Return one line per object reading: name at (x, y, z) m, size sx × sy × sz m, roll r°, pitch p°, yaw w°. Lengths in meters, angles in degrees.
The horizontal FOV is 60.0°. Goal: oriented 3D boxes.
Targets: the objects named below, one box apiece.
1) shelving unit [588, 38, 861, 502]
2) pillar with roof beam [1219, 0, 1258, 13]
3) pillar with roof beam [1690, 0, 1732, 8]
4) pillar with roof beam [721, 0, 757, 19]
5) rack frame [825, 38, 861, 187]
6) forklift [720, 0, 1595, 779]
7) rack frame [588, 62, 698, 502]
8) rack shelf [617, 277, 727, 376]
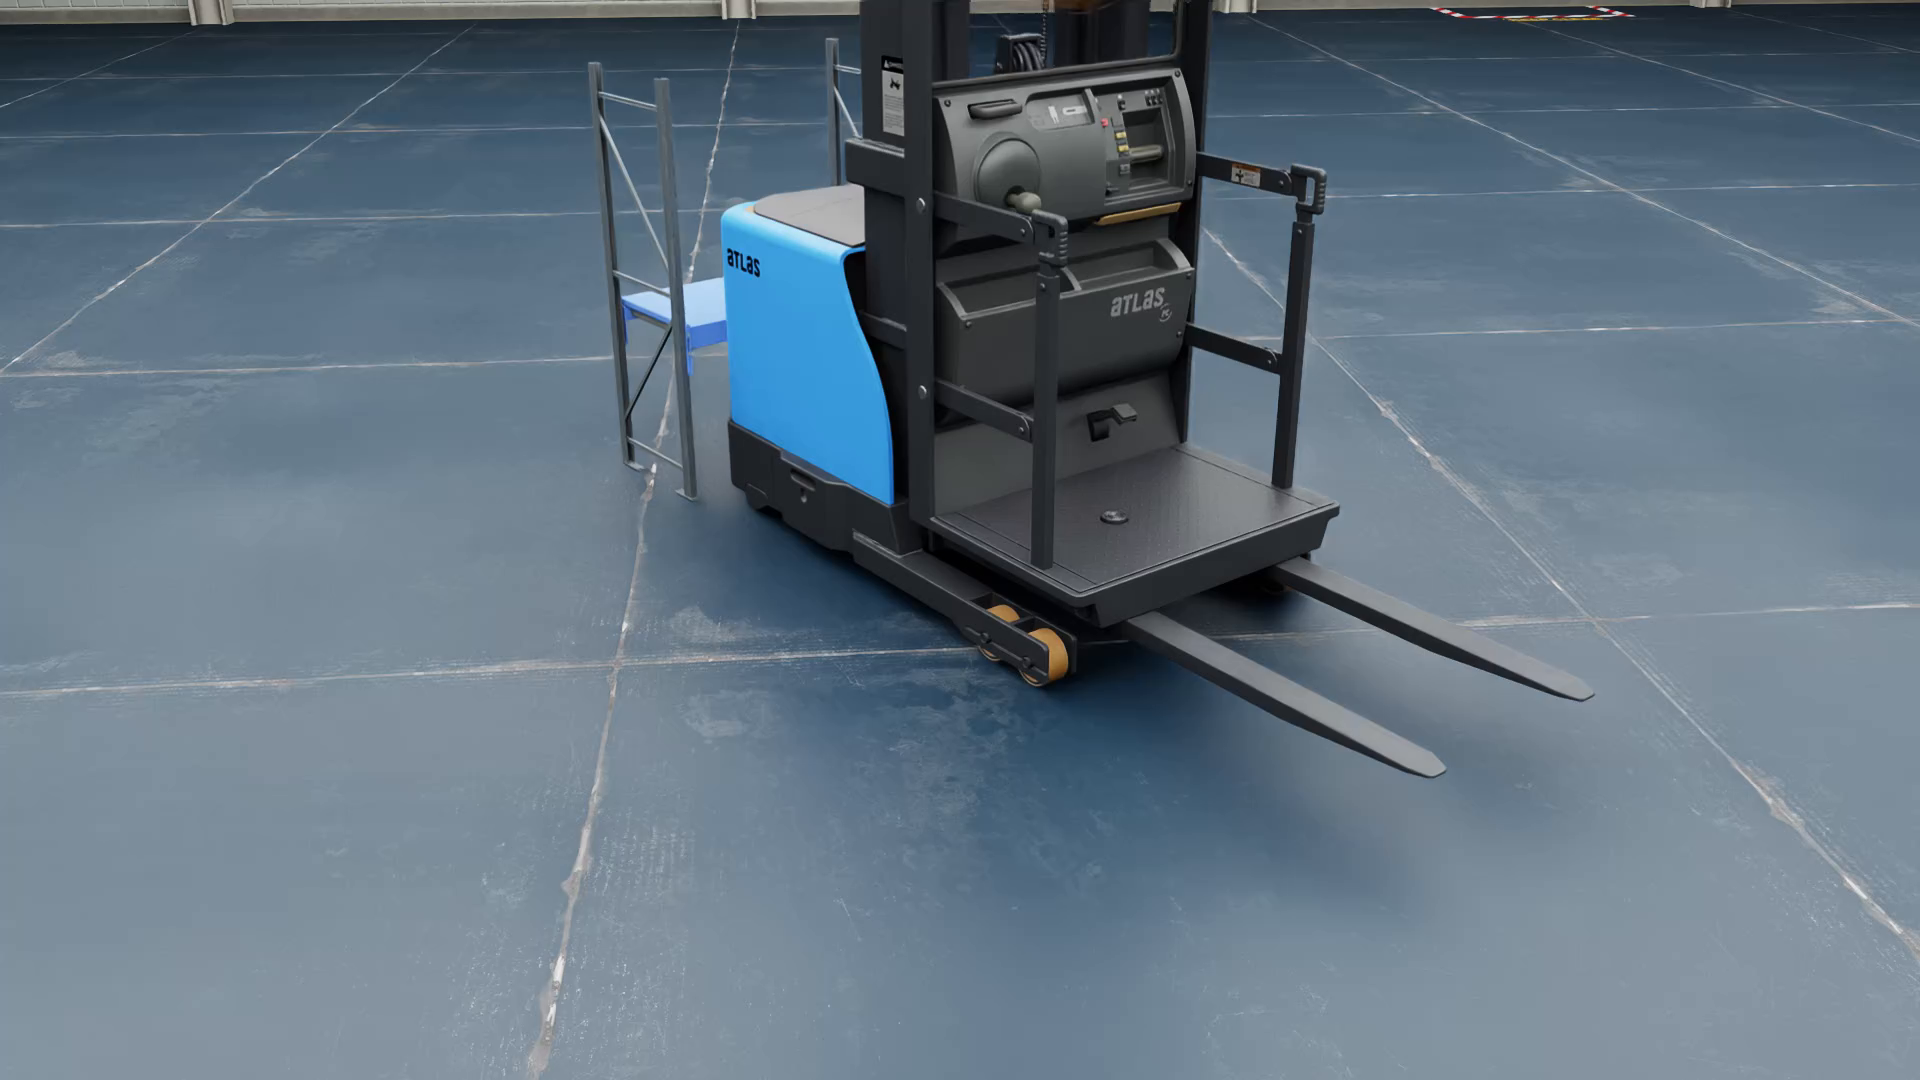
shelving unit at (-0.739, -1.039, 6.242) m, size 1.048 × 1.500 × 0.538 m, roll -19°, pitch 30°, yaw -36°
pillar with roof beam at (3.790, -8.785, 14.435) m, size 0.400 × 9.000 × 9.100 m, roll -2°, pitch 24°, yaw -5°
pillar with roof beam at (9.761, -9.024, 14.974) m, size 0.400 × 9.000 × 9.100 m, roll -2°, pitch 24°, yaw -5°
pillar with roof beam at (13.065, -5.624, 7.324) m, size 29.331 × 9.000 × 26.411 m, roll -2°, pitch 24°, yaw -5°
rack frame at (-0.348, -1.171, 6.538) m, size 0.032 × 1.500 × 0.500 m, roll -19°, pitch 30°, yaw -36°
forklift at (0.461, -1.144, 4.714) m, size 1.130 × 2.935 × 3.031 m, roll -17°, pitch 29°, yaw -34°
rack frame at (-1.130, -0.907, 5.945) m, size 0.032 × 1.500 × 0.500 m, roll -19°, pitch 30°, yaw -36°
rack shelf at (-0.739, -0.875, 6.315) m, size 1.000 × 0.185 × 0.538 m, roll -19°, pitch 30°, yaw -36°
